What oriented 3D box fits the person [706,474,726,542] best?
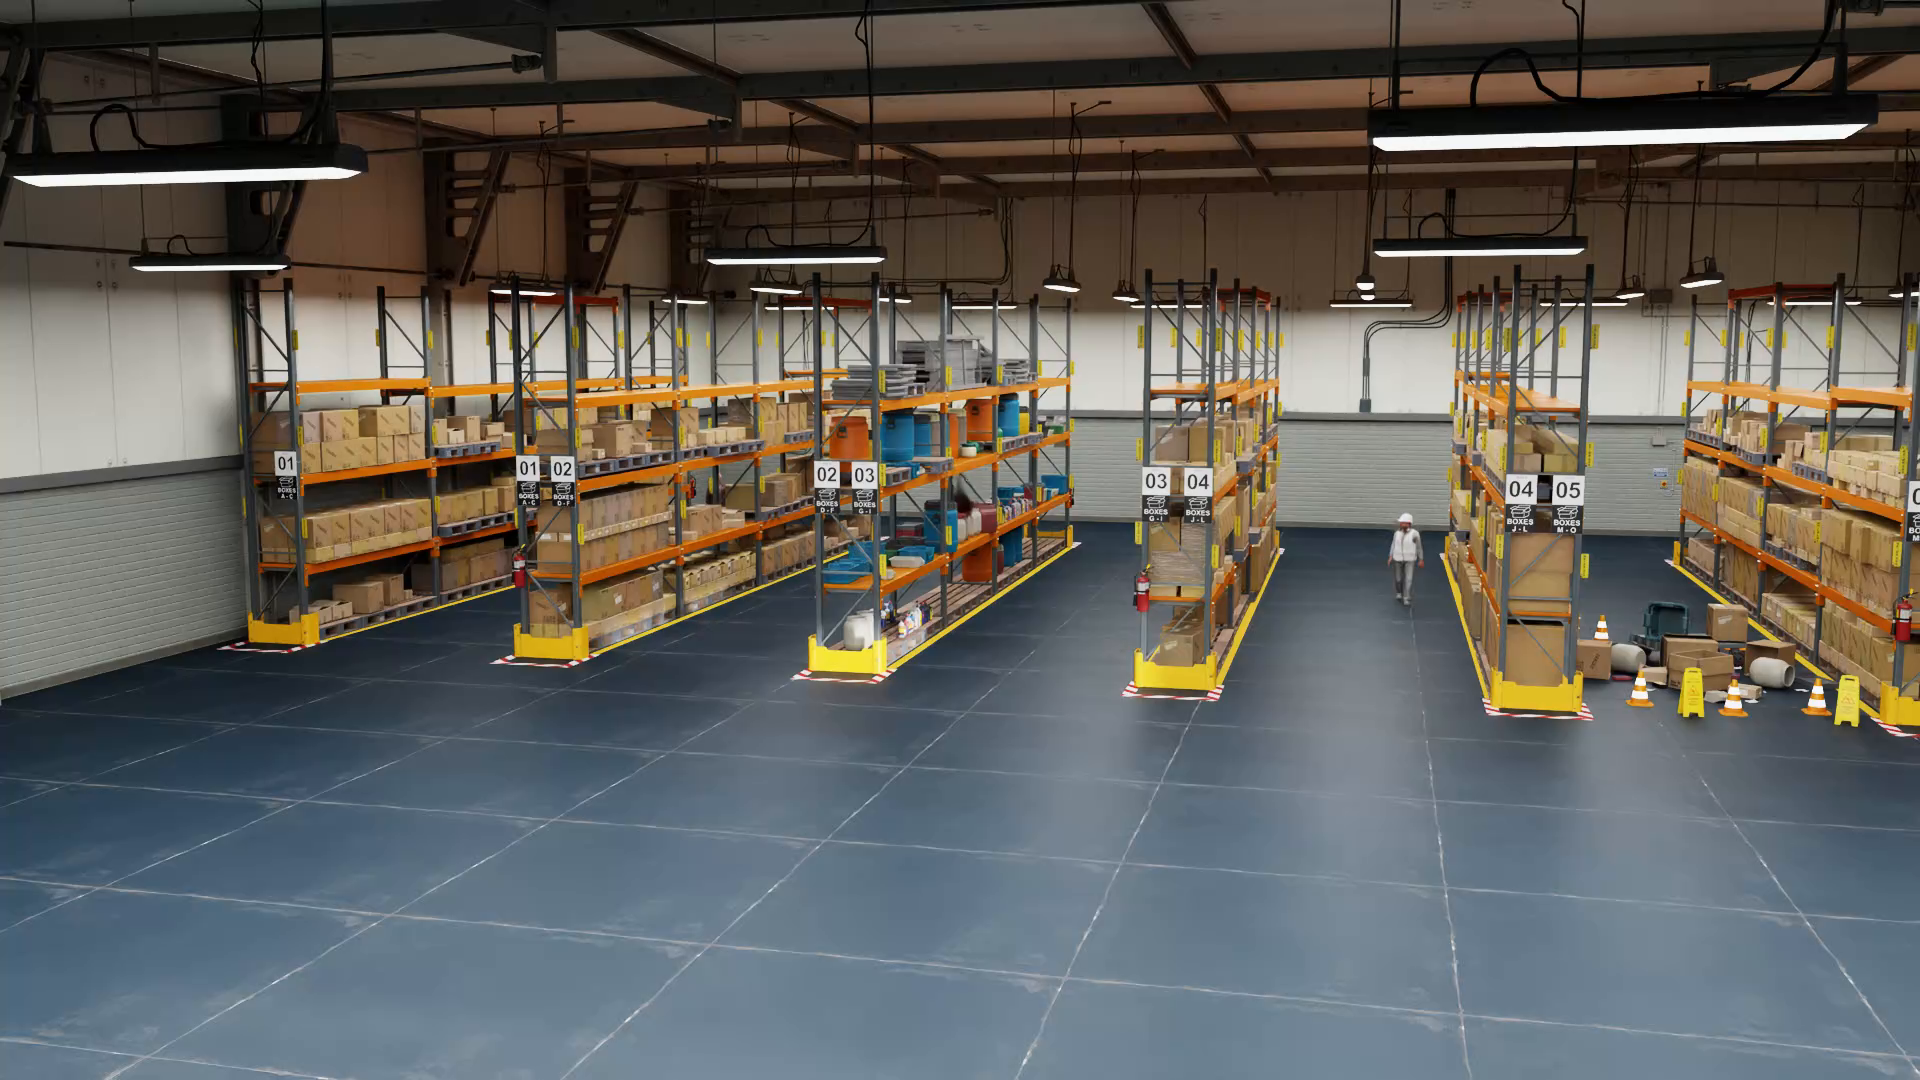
[{"bbox_3d":[-5.936,-0.663,40.670,0.704,1.520,1.133,1,7,9],"label":"person"}]

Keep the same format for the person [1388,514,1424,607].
[{"bbox_3d":[8.463,0.370,31.540,0.670,1.739,1.012,2,7,19],"label":"person"}]
